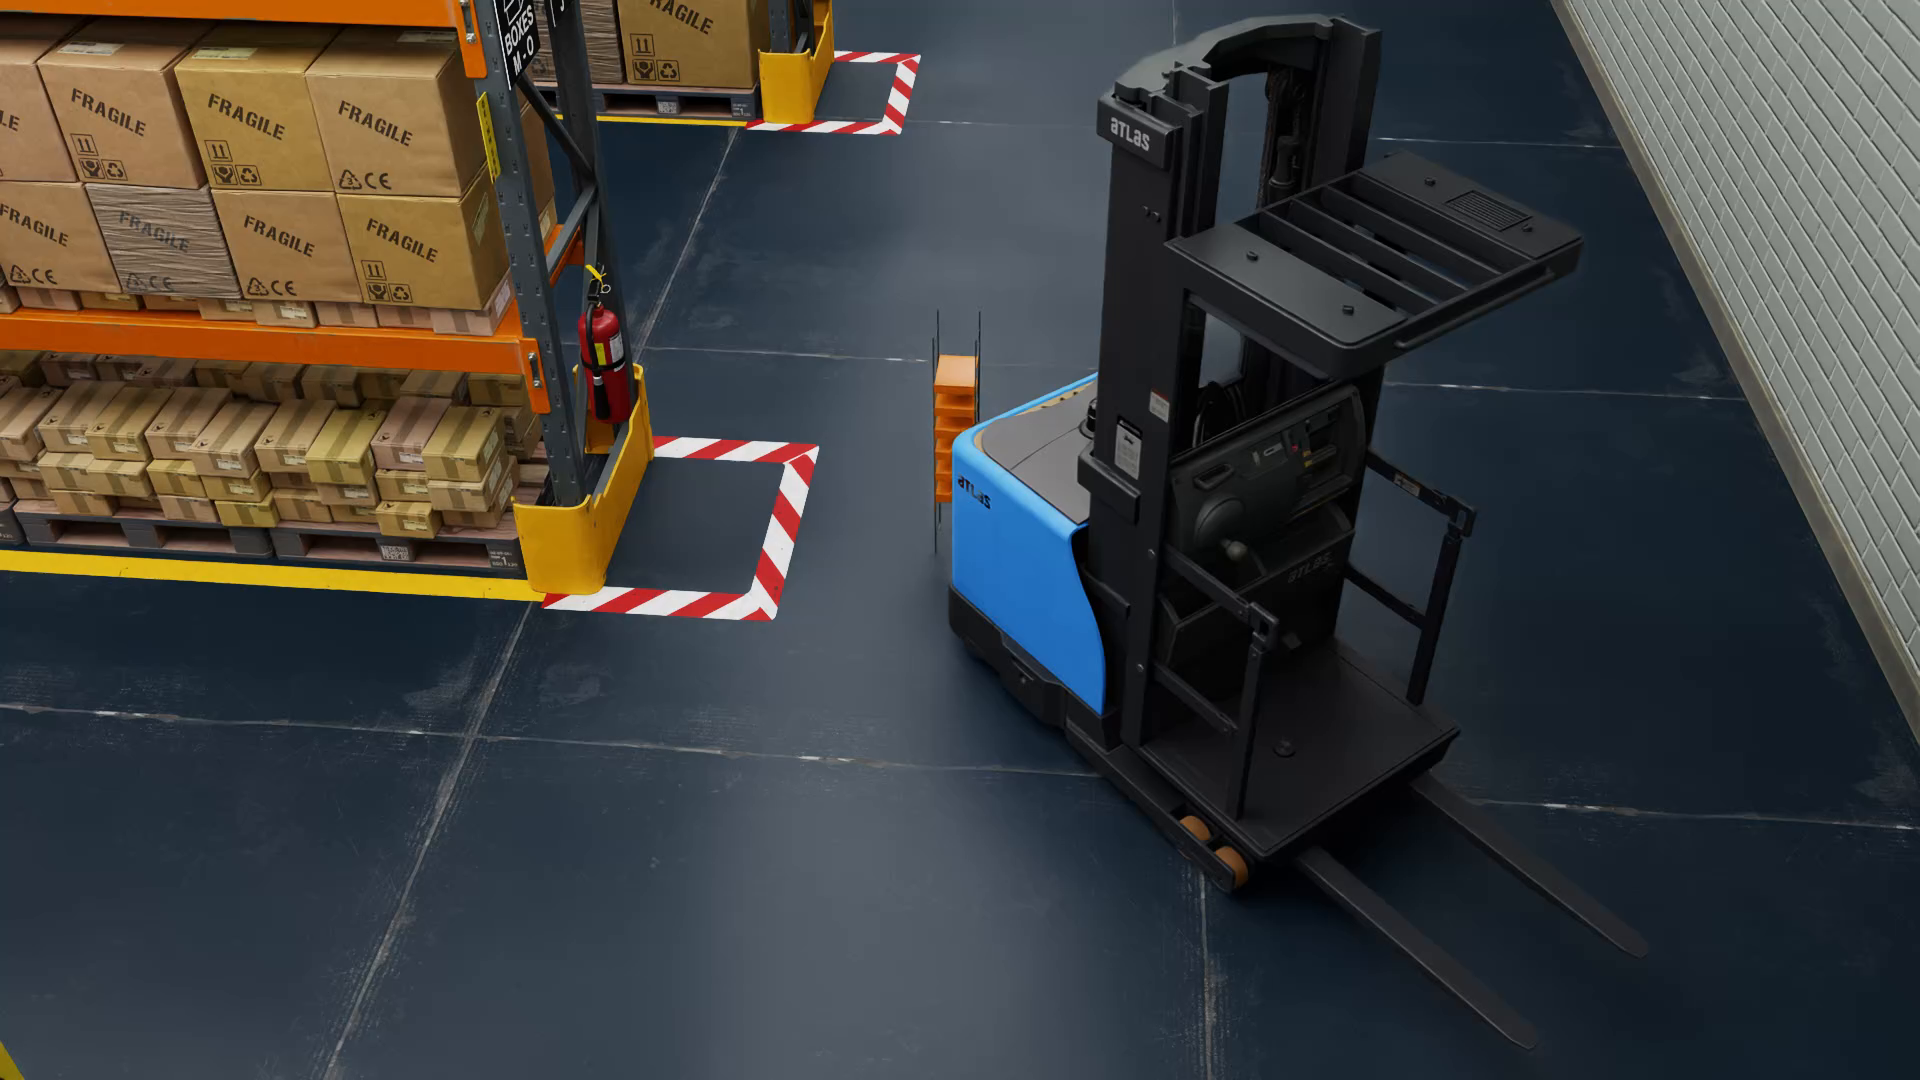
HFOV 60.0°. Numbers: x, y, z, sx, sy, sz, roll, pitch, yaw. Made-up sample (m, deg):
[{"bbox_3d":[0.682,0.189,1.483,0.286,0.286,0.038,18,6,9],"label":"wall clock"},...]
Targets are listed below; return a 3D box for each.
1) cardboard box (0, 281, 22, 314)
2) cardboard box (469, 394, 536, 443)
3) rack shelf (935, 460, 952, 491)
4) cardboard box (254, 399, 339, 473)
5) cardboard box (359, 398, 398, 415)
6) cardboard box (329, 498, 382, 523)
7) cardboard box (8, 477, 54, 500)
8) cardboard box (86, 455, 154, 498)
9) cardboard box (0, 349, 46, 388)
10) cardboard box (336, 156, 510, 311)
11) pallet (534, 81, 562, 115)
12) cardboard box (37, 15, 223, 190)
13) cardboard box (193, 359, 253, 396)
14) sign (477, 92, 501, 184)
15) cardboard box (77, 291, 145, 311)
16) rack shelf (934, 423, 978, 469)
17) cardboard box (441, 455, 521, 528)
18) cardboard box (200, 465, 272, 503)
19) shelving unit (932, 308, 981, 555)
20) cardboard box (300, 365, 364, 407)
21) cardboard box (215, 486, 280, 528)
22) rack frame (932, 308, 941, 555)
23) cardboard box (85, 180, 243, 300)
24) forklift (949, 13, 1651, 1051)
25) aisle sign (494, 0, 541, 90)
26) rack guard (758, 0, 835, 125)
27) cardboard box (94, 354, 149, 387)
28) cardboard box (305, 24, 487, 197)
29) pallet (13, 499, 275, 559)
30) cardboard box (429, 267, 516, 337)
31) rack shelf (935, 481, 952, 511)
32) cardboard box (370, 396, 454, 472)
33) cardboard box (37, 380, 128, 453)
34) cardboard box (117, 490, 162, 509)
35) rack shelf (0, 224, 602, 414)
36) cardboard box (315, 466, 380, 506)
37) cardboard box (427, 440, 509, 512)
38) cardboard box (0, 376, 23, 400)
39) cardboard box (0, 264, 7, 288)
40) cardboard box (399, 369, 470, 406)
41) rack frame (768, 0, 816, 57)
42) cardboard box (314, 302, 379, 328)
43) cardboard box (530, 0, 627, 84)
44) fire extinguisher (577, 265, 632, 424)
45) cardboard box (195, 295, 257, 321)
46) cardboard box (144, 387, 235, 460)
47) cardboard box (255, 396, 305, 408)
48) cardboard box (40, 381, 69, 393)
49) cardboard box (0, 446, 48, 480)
[{"bbox_3d":[-4.110,-1.138,7.141,0.250,0.149,0.380,5,39,6],"label":"cardboard box"},{"bbox_3d":[-2.194,-0.642,8.024,0.250,0.149,0.380,5,39,6],"label":"cardboard box"},{"bbox_3d":[-0.014,-0.339,7.646,0.180,0.103,0.258,3,39,4],"label":"rack shelf"},{"bbox_3d":[-3.011,-0.475,7.583,0.250,0.149,0.380,2,39,2],"label":"cardboard box"},{"bbox_3d":[-2.714,-0.651,8.034,0.250,0.149,0.380,4,39,4],"label":"cardboard box"},{"bbox_3d":[-2.758,-0.254,7.781,0.250,0.149,0.380,3,39,4],"label":"cardboard box"},{"bbox_3d":[-4.299,-0.363,7.916,0.250,0.149,0.380,2,39,2],"label":"cardboard box"},{"bbox_3d":[-3.811,-0.372,7.692,0.250,0.149,0.380,4,39,4],"label":"cardboard box"},{"bbox_3d":[-4.544,-0.869,8.066,0.250,0.149,0.380,4,39,5],"label":"cardboard box"},{"bbox_3d":[-2.165,-1.297,6.823,0.500,0.500,0.500,4,39,5],"label":"cardboard box"},{"bbox_3d":[-3.182,-3.375,11.899,1.213,0.211,1.003,3,39,4],"label":"pallet"},{"bbox_3d":[-3.196,-1.741,6.576,0.500,0.500,0.500,5,39,6],"label":"cardboard box"},{"bbox_3d":[-3.500,-0.869,8.067,0.250,0.149,0.380,4,39,5],"label":"cardboard box"},{"bbox_3d":[-1.762,-1.504,6.224,0.005,0.325,0.100,3,39,4],"label":"sign"},{"bbox_3d":[-3.585,-1.152,7.159,0.250,0.149,0.380,4,39,5],"label":"cardboard box"},{"bbox_3d":[-0.014,-0.432,7.571,0.180,0.103,0.258,3,39,4],"label":"rack shelf"},{"bbox_3d":[-2.237,-0.235,7.758,0.250,0.149,0.380,4,39,5],"label":"cardboard box"},{"bbox_3d":[-3.280,-0.349,7.663,0.250,0.149,0.380,4,39,5],"label":"cardboard box"},{"bbox_3d":[-0.014,-0.466,7.543,0.189,1.200,0.258,3,39,4],"label":"shelving unit"},{"bbox_3d":[-2.967,-0.805,7.988,0.250,0.149,0.380,1,39,2],"label":"cardboard box"},{"bbox_3d":[-3.264,-0.233,7.757,0.250,0.149,0.380,1,39,2],"label":"cardboard box"},{"bbox_3d":[-0.106,-0.471,7.549,0.006,1.200,0.240,3,39,4],"label":"rack frame"},{"bbox_3d":[-3.183,-1.350,6.888,0.500,0.500,0.500,3,39,4],"label":"cardboard box"},{"bbox_3d":[1.238,-0.166,5.803,1.130,2.935,3.031,-25,46,-28],"label":"forklift"},{"bbox_3d":[-1.648,-2.095,6.059,0.004,0.787,0.394,3,39,4],"label":"aisle sign"},{"bbox_3d":[-1.142,-3.423,11.730,0.348,0.500,1.175,3,39,4],"label":"rack guard"},{"bbox_3d":[-3.997,-0.905,8.111,0.250,0.149,0.380,2,39,2],"label":"cardboard box"},{"bbox_3d":[-2.172,-1.690,6.514,0.500,0.500,0.500,2,39,3],"label":"cardboard box"},{"bbox_3d":[-3.789,-0.337,8.168,1.213,0.211,1.003,3,39,4],"label":"pallet"},{"bbox_3d":[-2.044,-1.022,7.000,0.250,0.149,0.380,3,39,4],"label":"cardboard box"},{"bbox_3d":[-0.014,-0.246,7.722,0.180,0.103,0.258,3,39,4],"label":"rack shelf"},{"bbox_3d":[-2.489,-0.487,7.597,0.250,0.149,0.380,4,39,5],"label":"cardboard box"},{"bbox_3d":[-4.042,-0.574,7.703,0.250,0.149,0.380,2,39,2],"label":"cardboard box"},{"bbox_3d":[-3.780,-0.322,7.865,0.250,0.149,0.380,4,39,5],"label":"cardboard box"},{"bbox_3d":[-3.687,-1.110,7.478,4.000,0.370,1.077,3,39,4],"label":"rack shelf"},{"bbox_3d":[-2.763,-0.329,7.638,0.250,0.149,0.380,2,39,2],"label":"cardboard box"},{"bbox_3d":[-2.245,-0.302,7.605,0.250,0.149,0.380,2,39,3],"label":"cardboard box"},{"bbox_3d":[-4.567,-0.602,7.738,0.250,0.149,0.380,2,39,3],"label":"cardboard box"},{"bbox_3d":[-4.216,-1.394,6.942,0.500,0.500,0.500,2,39,3],"label":"cardboard box"},{"bbox_3d":[-2.472,-0.749,7.919,0.250,0.149,0.380,4,39,5],"label":"cardboard box"},{"bbox_3d":[-1.166,-4.394,10.942,0.127,3.000,1.000,3,39,4],"label":"rack frame"},{"bbox_3d":[-2.540,-1.064,7.050,0.250,0.149,0.380,3,39,3],"label":"cardboard box"},{"bbox_3d":[-2.717,-3.767,11.522,0.875,0.875,0.875,3,39,4],"label":"cardboard box"},{"bbox_3d":[-1.484,-0.801,6.885,0.183,0.674,0.296,3,39,4],"label":"fire extinguisher"},{"bbox_3d":[-3.056,-1.096,7.090,0.250,0.149,0.380,2,39,2],"label":"cardboard box"},{"bbox_3d":[-3.536,-0.539,7.661,0.250,0.149,0.380,2,39,2],"label":"cardboard box"},{"bbox_3d":[-3.233,-0.688,8.079,0.250,0.149,0.380,1,39,2],"label":"cardboard box"},{"bbox_3d":[-4.302,-0.766,8.175,0.250,0.149,0.380,4,39,5],"label":"cardboard box"},{"bbox_3d":[-4.300,-0.455,7.794,0.250,0.149,0.380,5,39,6],"label":"cardboard box"}]
